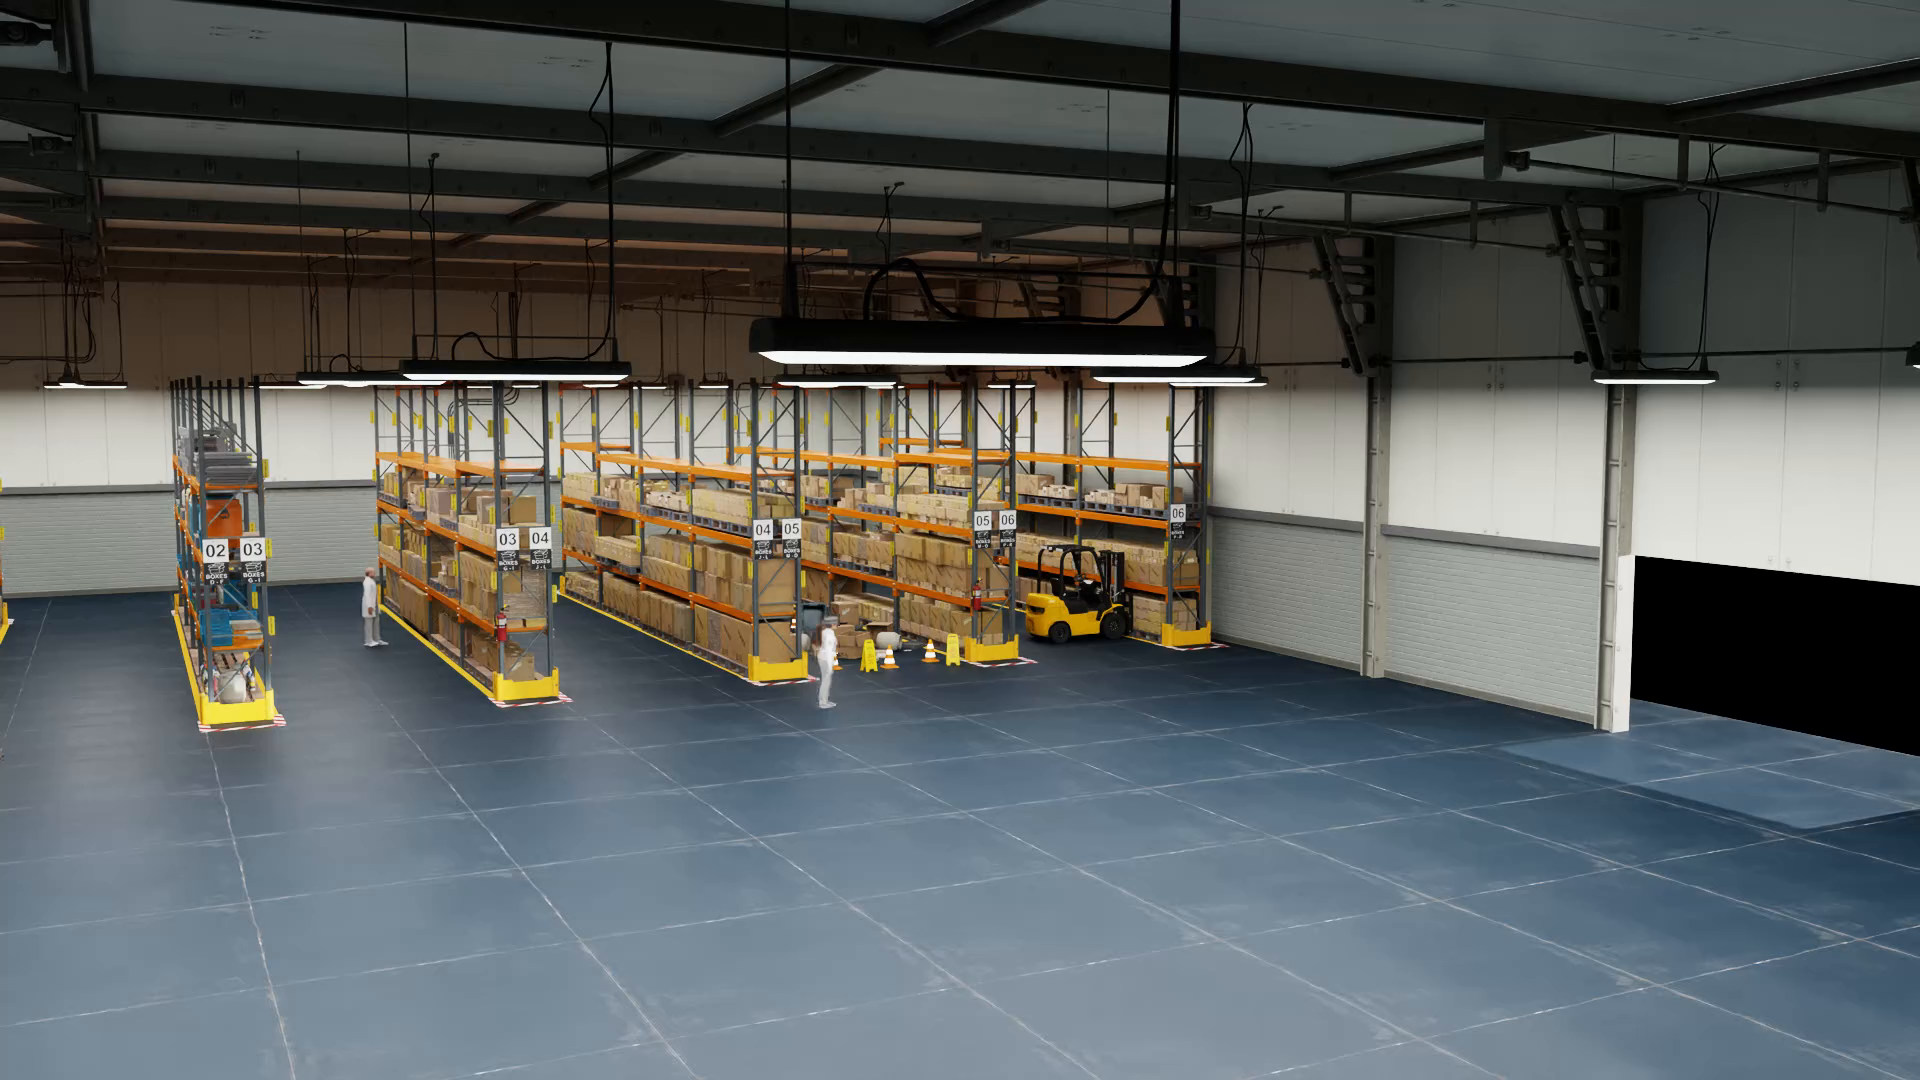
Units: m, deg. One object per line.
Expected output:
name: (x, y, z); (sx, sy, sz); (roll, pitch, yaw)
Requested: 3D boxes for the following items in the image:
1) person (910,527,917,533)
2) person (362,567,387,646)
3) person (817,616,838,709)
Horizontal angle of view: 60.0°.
person: (-1.280, 0.514, 46.766); (0.615, 1.777, 0.468); (2, 5, 17)
person: (-13.278, 1.603, 37.573); (0.460, 1.588, 0.642); (0, 5, 3)
person: (-2.399, 2.217, 30.182); (0.382, 1.673, 0.516); (-1, 5, -11)
